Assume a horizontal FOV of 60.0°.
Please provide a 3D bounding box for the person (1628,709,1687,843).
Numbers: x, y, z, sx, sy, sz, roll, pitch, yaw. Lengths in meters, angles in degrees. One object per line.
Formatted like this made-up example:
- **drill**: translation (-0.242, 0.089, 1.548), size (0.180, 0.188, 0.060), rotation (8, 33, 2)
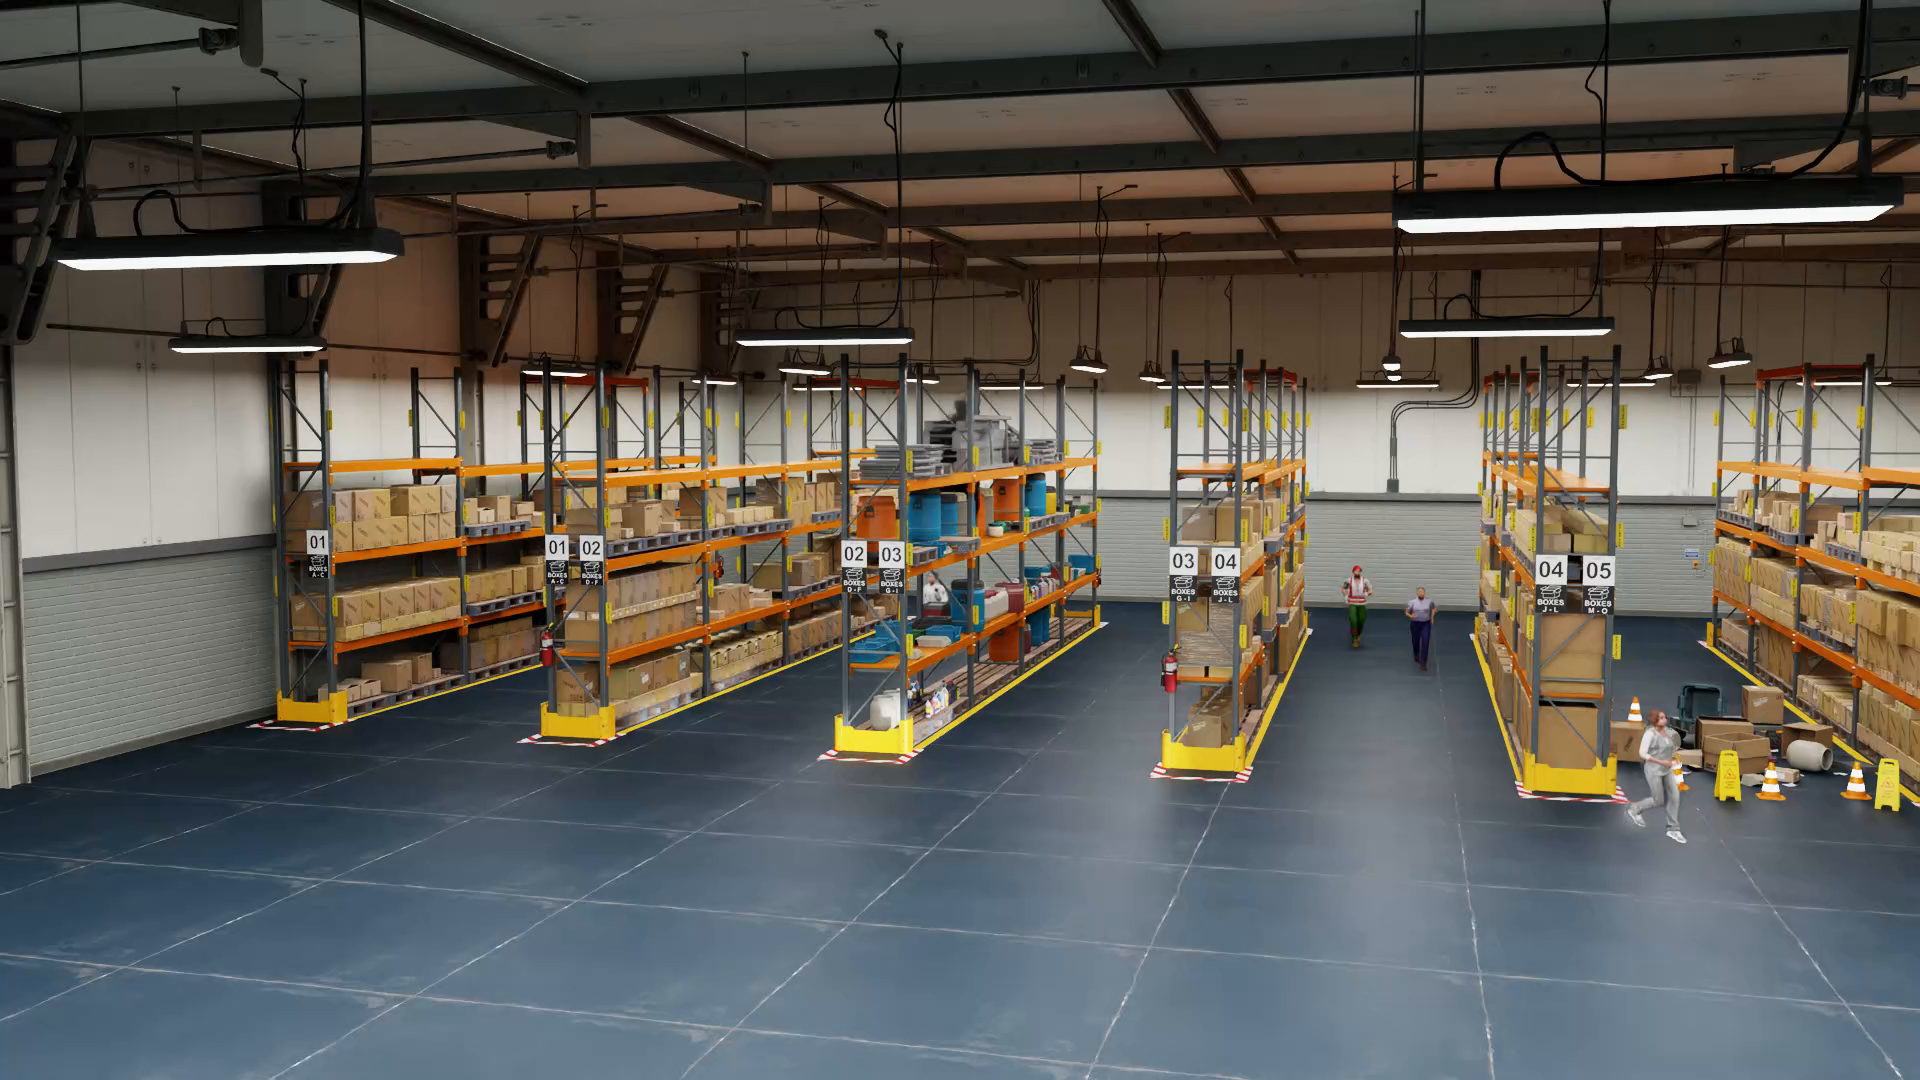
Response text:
- **person**: translation (8.346, 2.802, 19.972), size (0.581, 1.581, 0.786), rotation (-3, 5, -33)

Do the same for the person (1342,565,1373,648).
- **person**: translation (8.819, 1.456, 36.849), size (0.649, 1.805, 0.882), rotation (0, 4, 4)

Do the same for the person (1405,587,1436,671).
- **person**: translation (9.303, 1.762, 33.603), size (0.613, 1.650, 0.930), rotation (1, 4, 15)

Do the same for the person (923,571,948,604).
- **person**: translation (-0.582, 1.453, 34.042), size (0.612, 1.647, 0.530), rotation (1, 4, 14)
